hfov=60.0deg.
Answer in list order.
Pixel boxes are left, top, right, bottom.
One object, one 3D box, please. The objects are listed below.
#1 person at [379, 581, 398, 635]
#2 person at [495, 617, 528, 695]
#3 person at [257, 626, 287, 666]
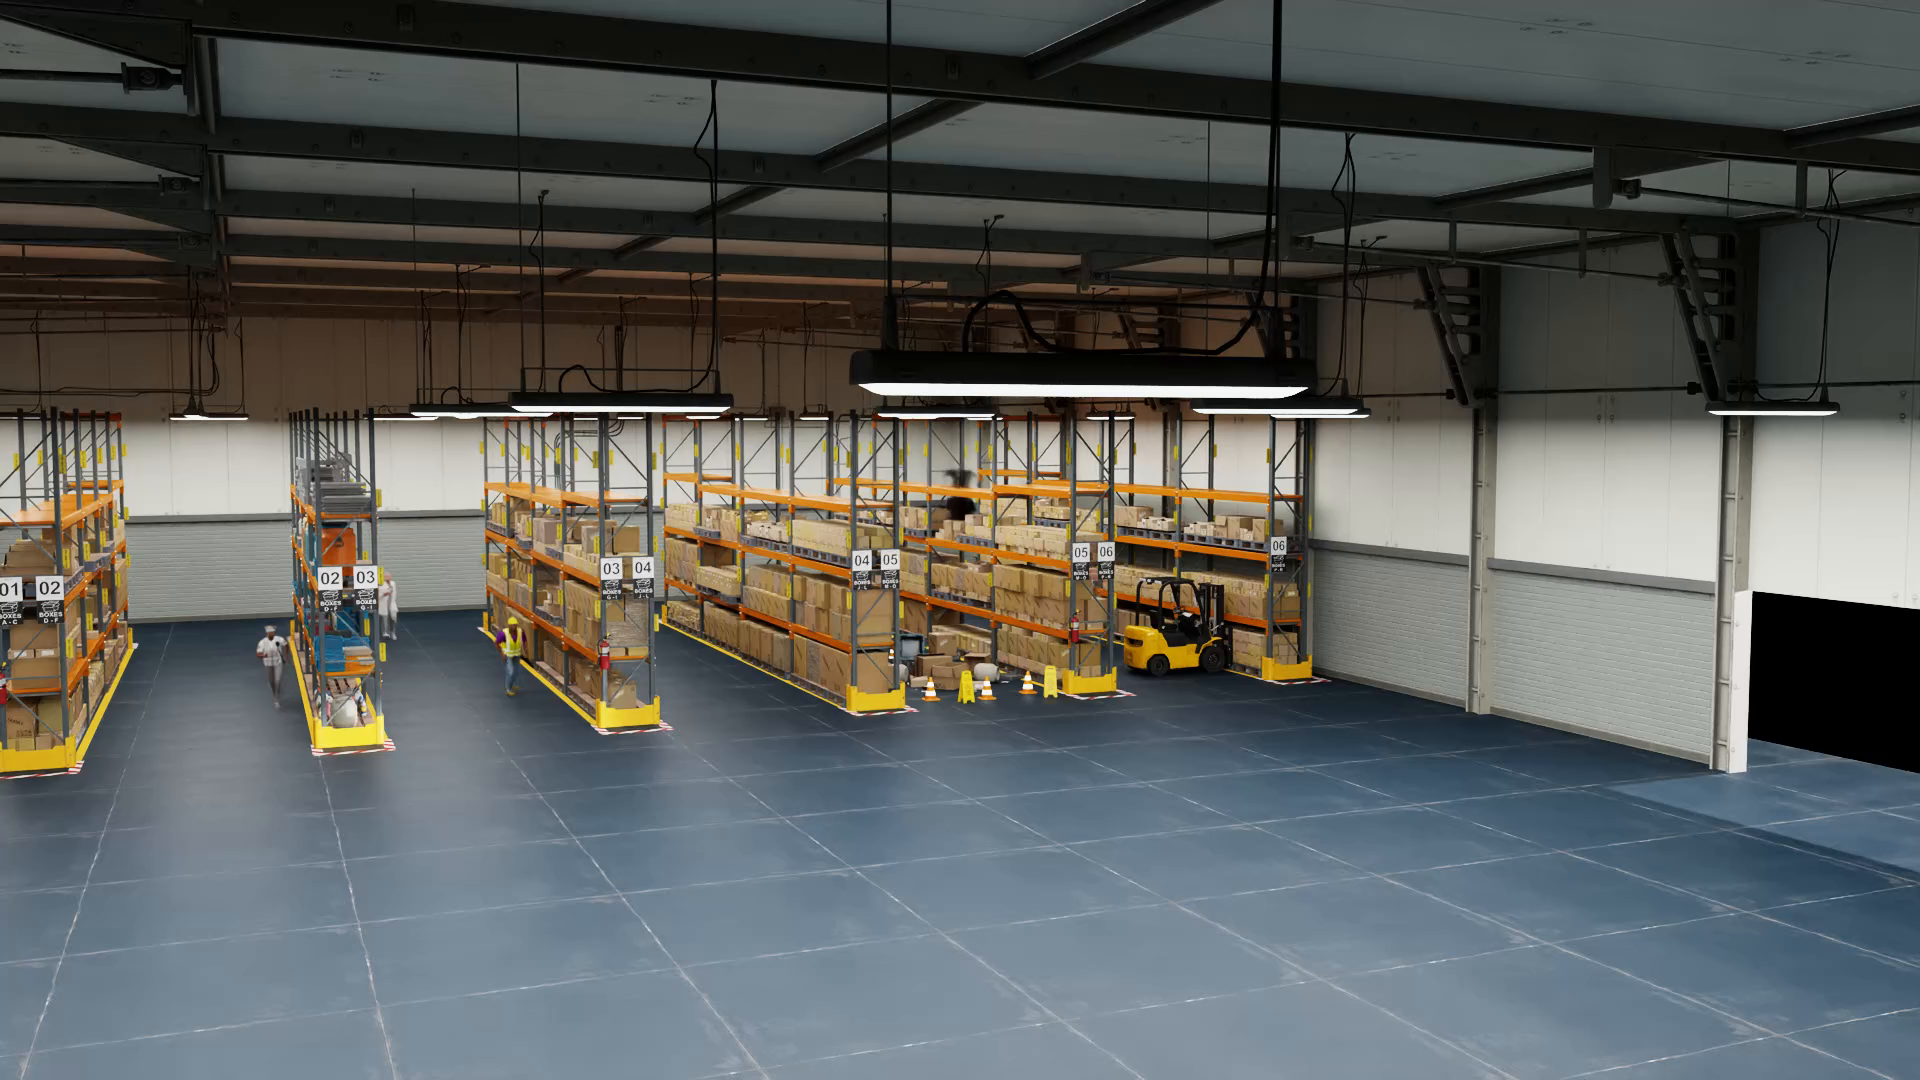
[{"bbox_3d":[-15.209,1.782,44.084,0.663,1.463,0.675,-3,5,-40],"label":"person"},{"bbox_3d":[-9.473,2.434,35.067,0.696,1.675,0.867,-4,5,-43],"label":"person"},{"bbox_3d":[-13.893,2.120,33.551,0.519,0.831,0.429,-1,4,-10],"label":"person"}]
